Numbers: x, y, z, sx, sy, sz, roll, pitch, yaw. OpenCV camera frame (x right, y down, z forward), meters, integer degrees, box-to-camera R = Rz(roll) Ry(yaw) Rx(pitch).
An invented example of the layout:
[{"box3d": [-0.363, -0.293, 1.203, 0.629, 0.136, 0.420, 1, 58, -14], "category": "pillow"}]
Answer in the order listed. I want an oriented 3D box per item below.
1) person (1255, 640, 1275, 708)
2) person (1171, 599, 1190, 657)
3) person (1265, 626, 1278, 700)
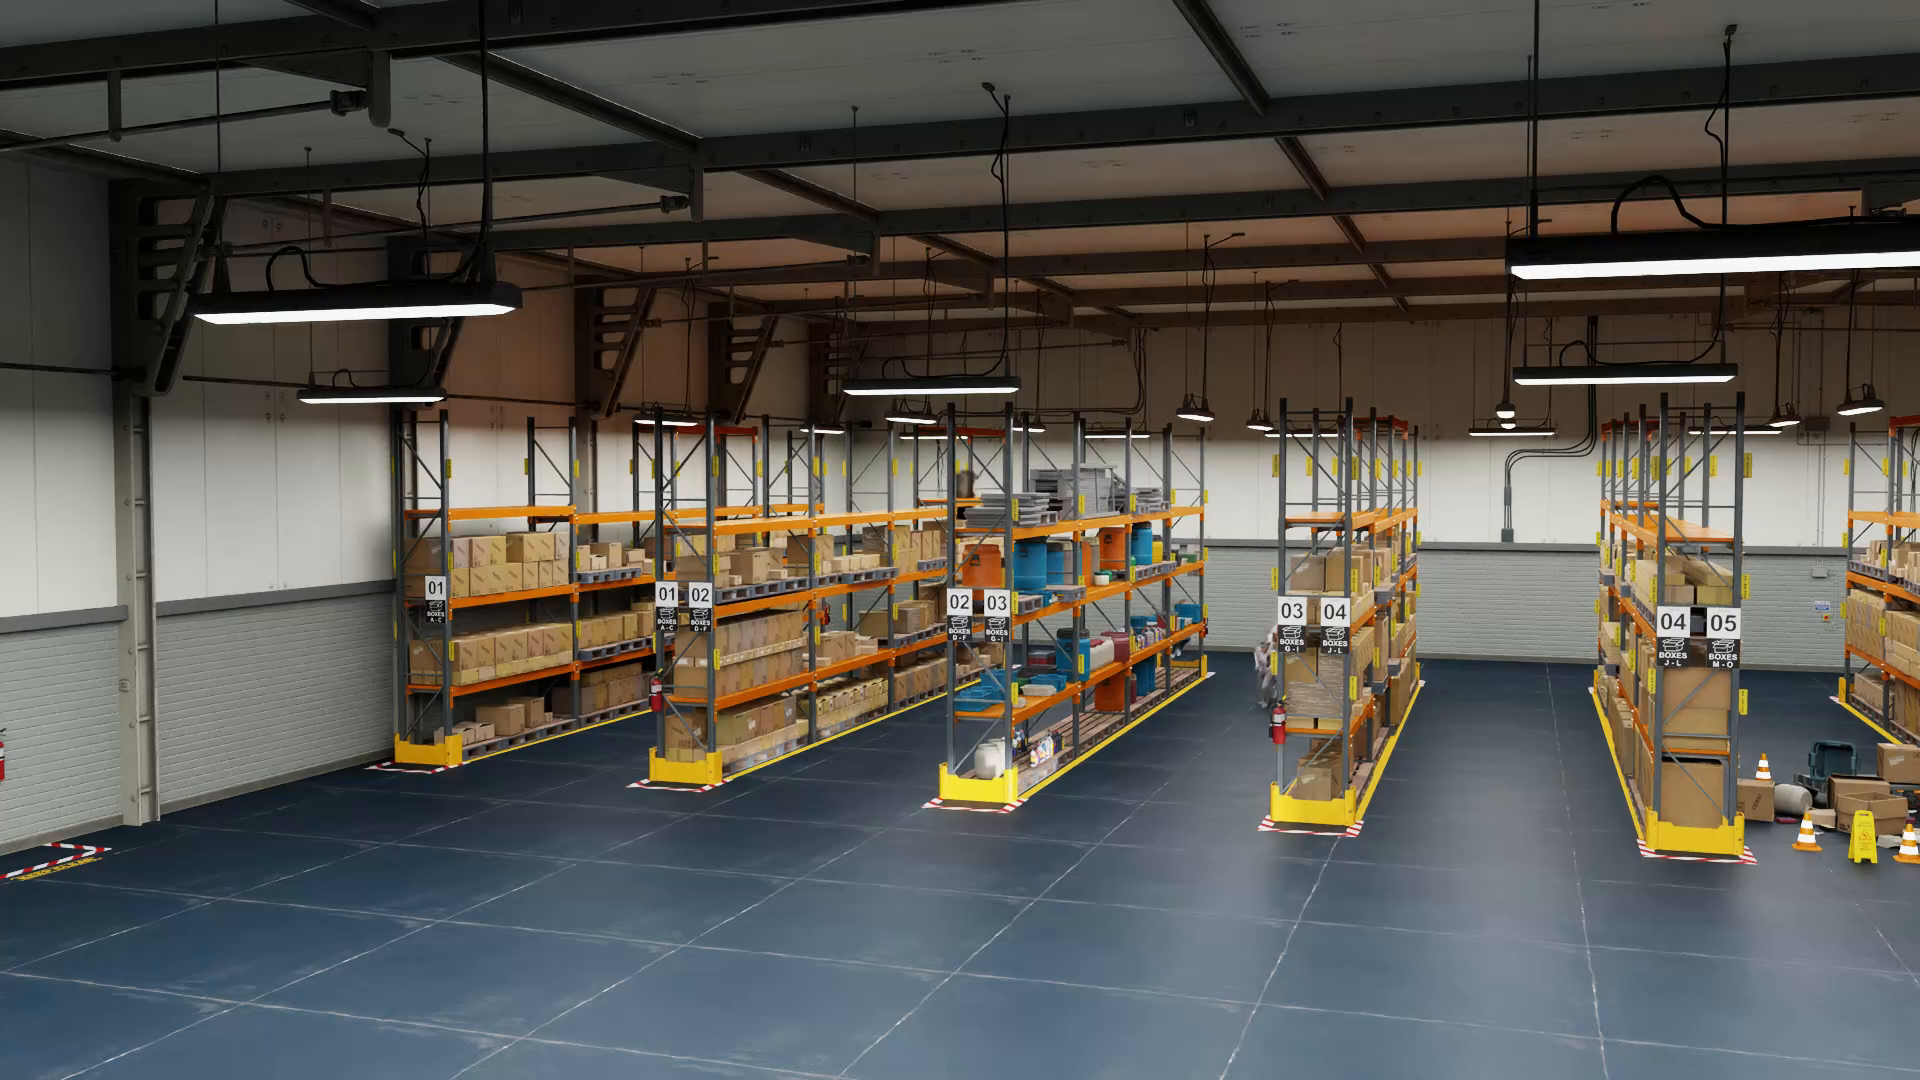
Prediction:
[{"box3d": [6.453, 2.802, 34.948, 0.645, 1.461, 0.883, 2, 3, 38], "category": "person"}, {"box3d": [5.888, 2.336, 44.029, 0.608, 1.539, 0.547, -2, 3, -33], "category": "person"}, {"box3d": [6.999, 2.650, 36.407, 0.693, 1.598, 1.126, 1, 3, 25], "category": "person"}]
